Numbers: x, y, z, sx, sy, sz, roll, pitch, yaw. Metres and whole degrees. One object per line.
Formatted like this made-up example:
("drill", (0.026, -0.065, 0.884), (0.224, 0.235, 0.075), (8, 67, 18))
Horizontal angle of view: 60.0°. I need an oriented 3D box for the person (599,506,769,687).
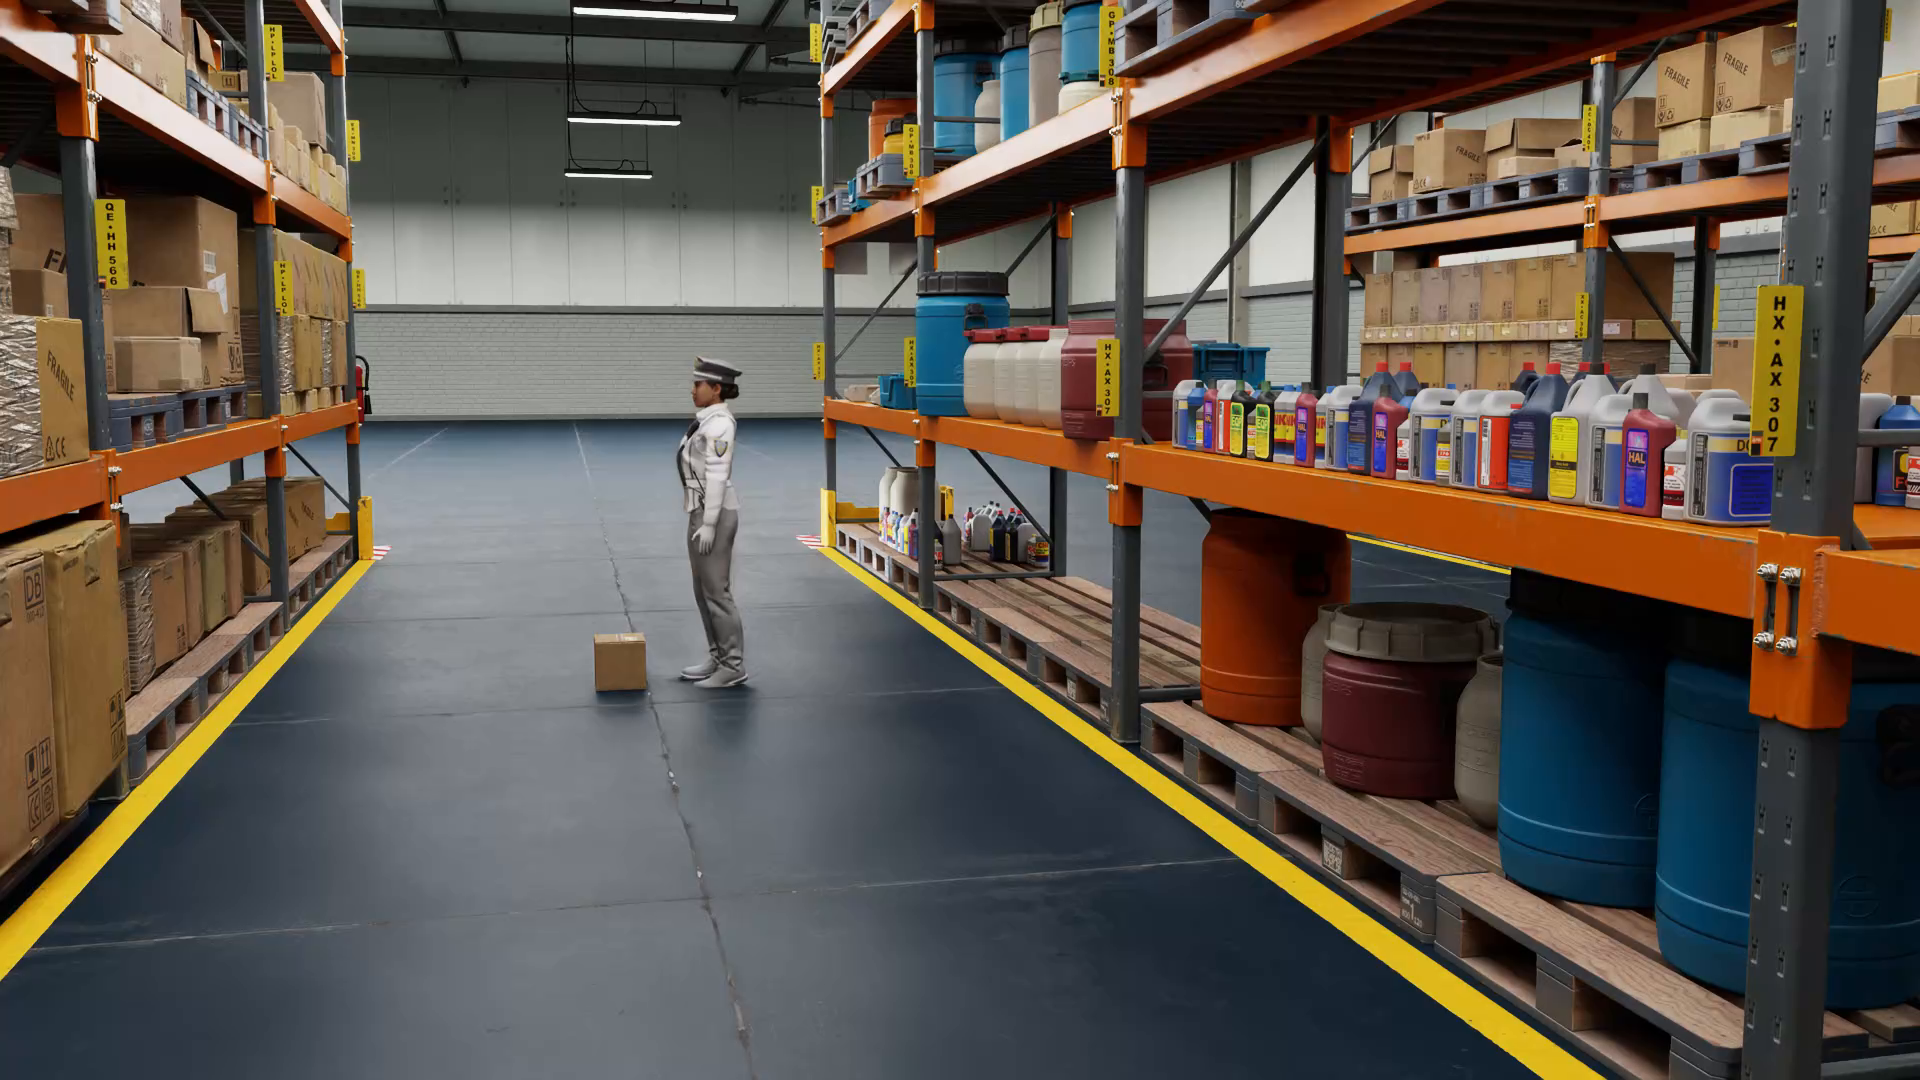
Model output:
("person", (-1.406, 0.284, 8.513), (0.852, 0.927, 0.490), (-2, 6, -14))
